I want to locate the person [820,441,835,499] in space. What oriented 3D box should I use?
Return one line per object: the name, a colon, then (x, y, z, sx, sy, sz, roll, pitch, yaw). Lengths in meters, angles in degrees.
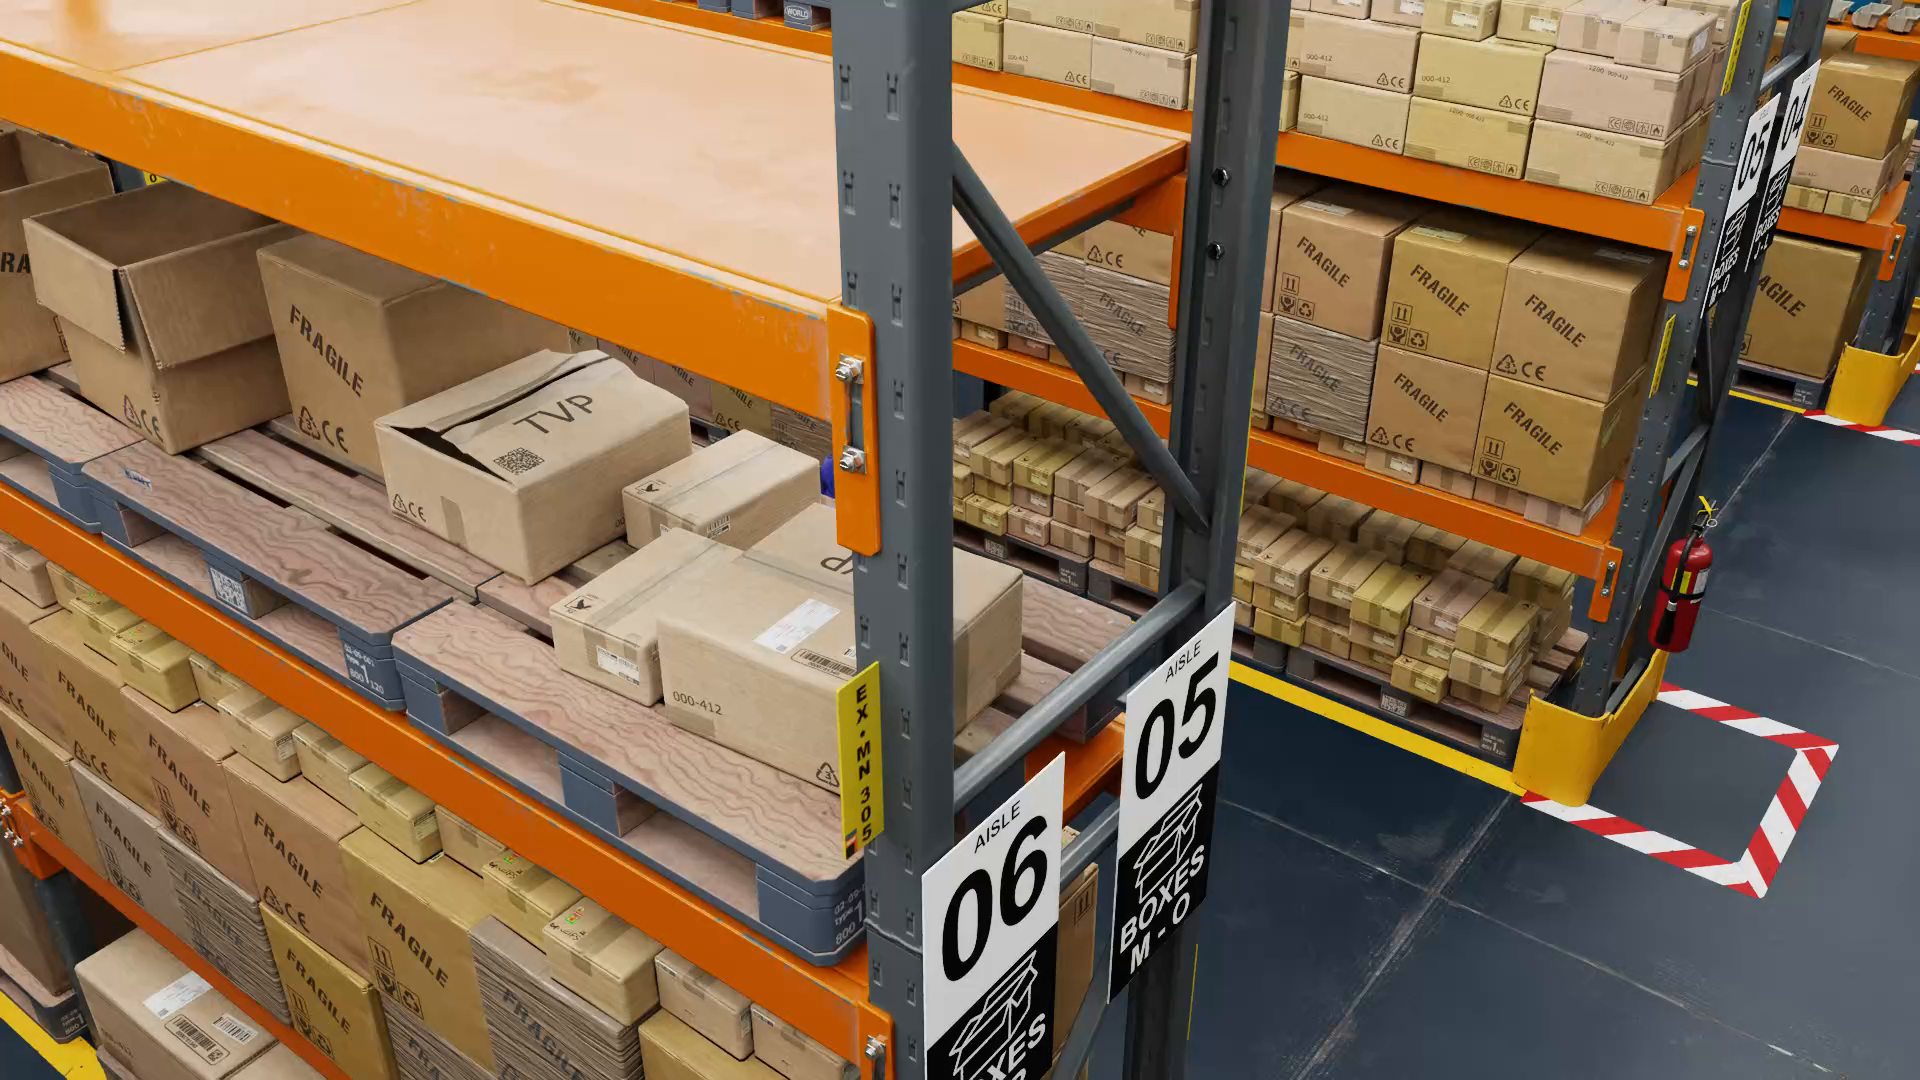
person: (-0.482, 0.122, 7.884, 0.518, 1.653, 0.345, 19, 36, 29)
